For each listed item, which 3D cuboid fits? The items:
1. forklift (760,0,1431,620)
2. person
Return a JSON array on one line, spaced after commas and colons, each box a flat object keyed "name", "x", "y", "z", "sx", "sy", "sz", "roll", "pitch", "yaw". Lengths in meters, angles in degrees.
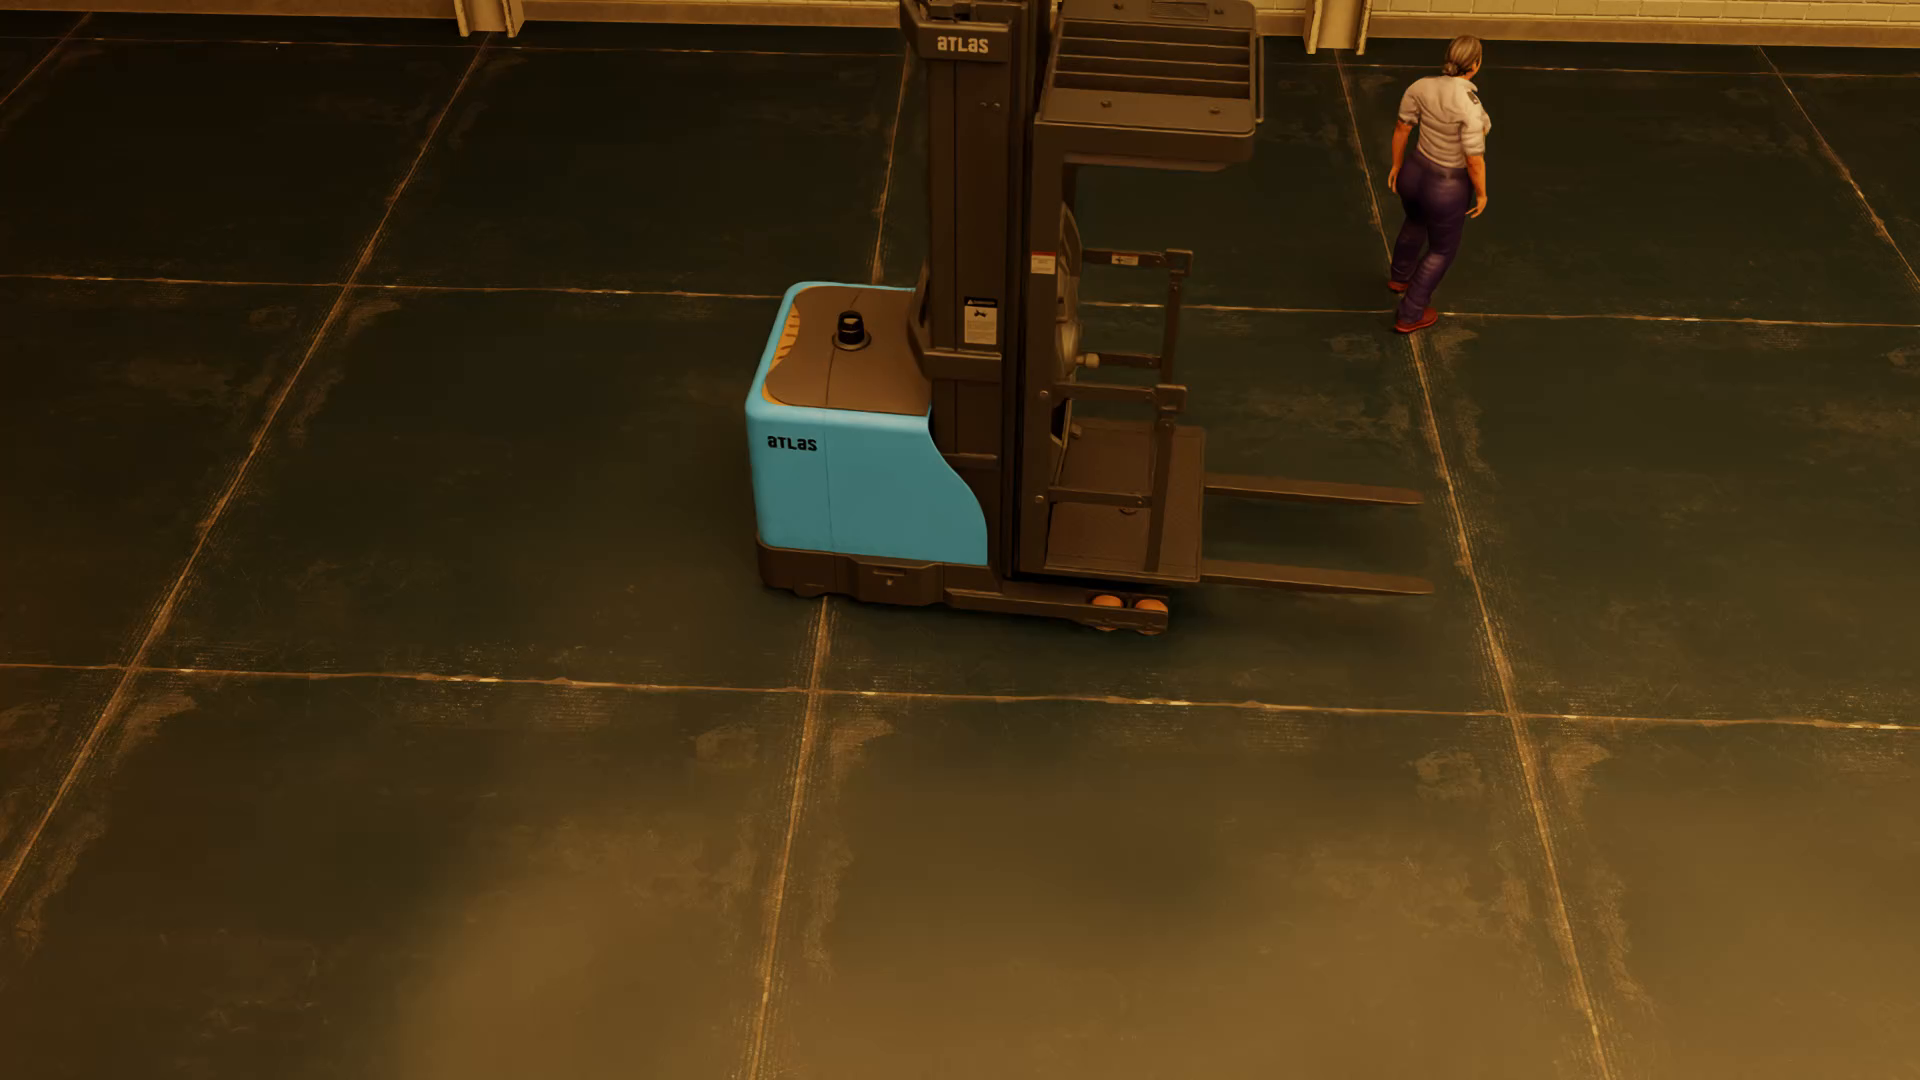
[{"name": "forklift", "x": 0.637, "y": -1.133, "z": 6.983, "sx": 3.031, "sy": 2.935, "sz": 1.130, "roll": -3, "pitch": 43, "yaw": -4}, {"name": "person", "x": 2.568, "y": -1.897, "z": 8.792, "sx": 0.449, "sy": 1.673, "sz": 0.557, "roll": -25, "pitch": 48, "yaw": -25}]
